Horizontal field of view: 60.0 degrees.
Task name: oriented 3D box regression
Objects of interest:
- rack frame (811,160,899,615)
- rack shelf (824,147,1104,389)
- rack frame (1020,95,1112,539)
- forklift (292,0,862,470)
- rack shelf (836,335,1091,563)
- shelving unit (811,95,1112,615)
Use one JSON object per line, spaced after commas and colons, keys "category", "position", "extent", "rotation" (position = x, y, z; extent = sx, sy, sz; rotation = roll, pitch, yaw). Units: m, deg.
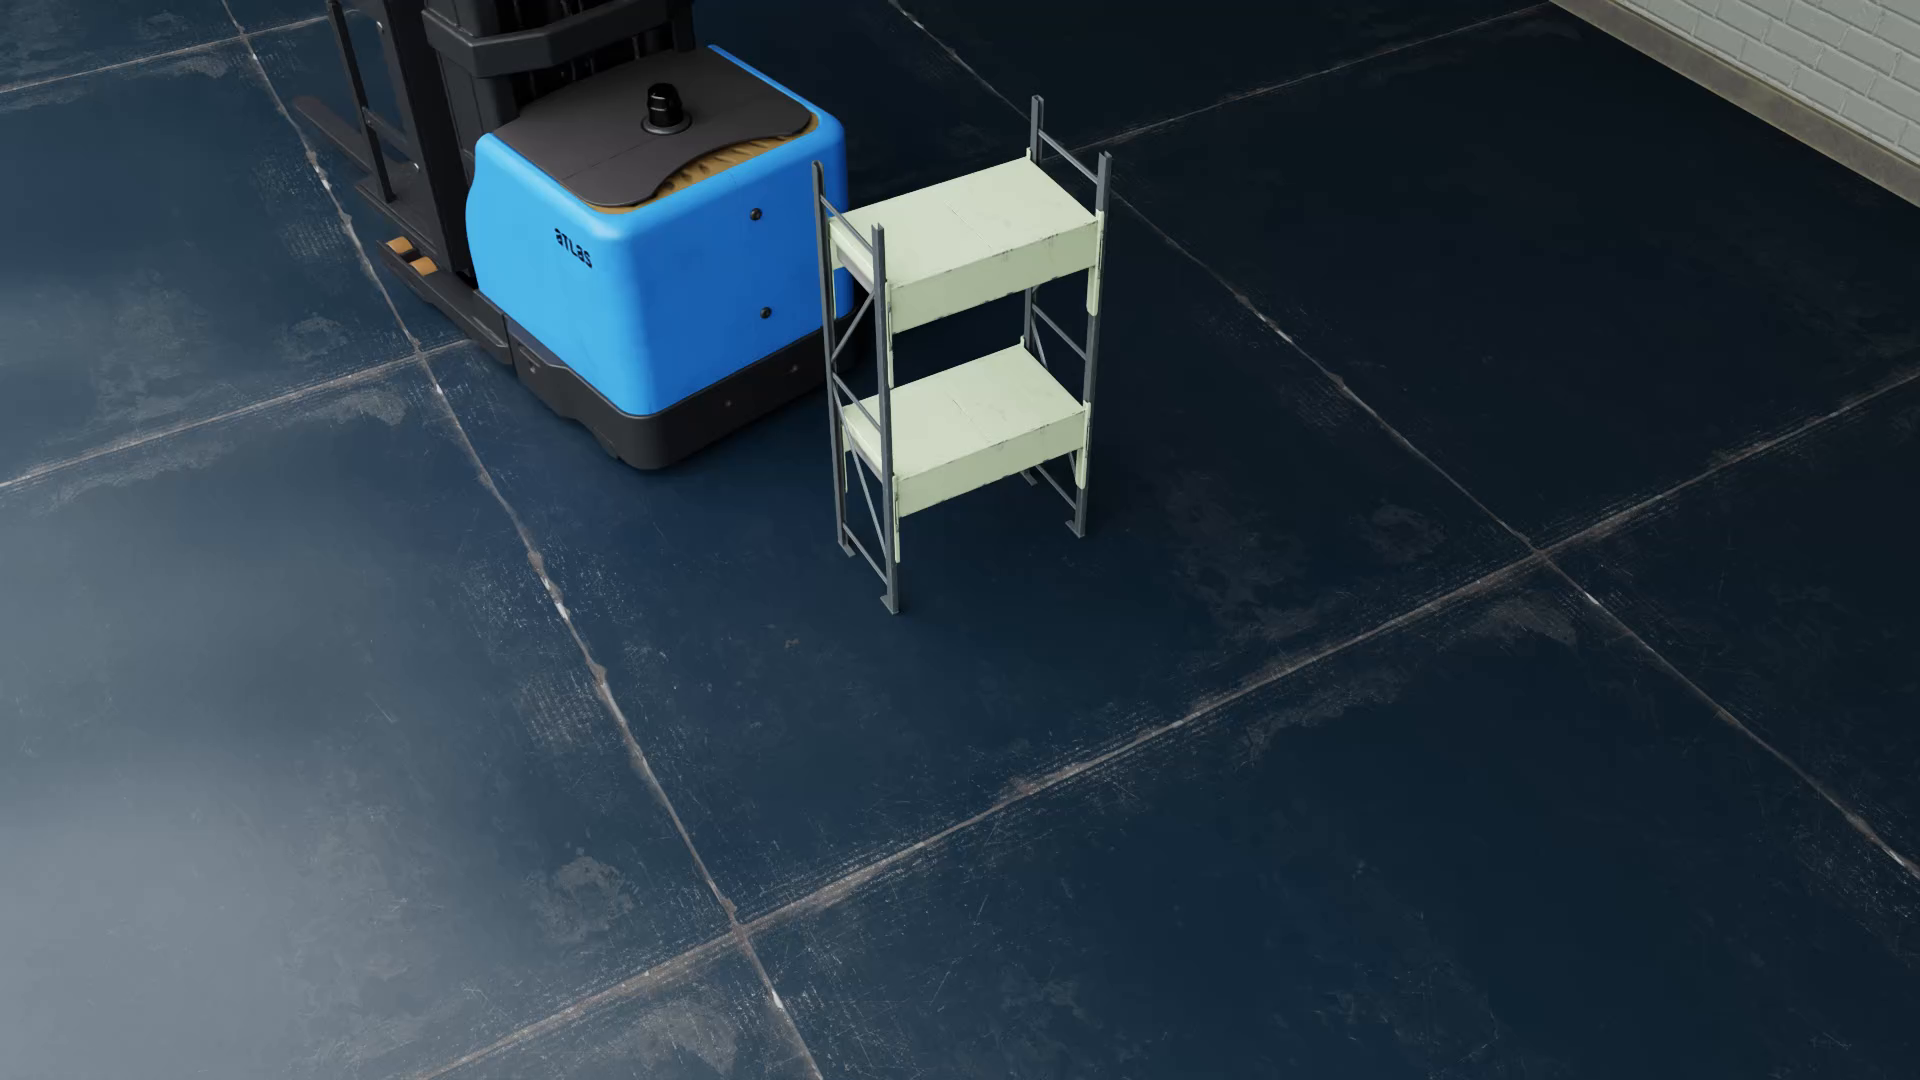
{"category": "rack frame", "position": [-0.312, -0.414, 5.099], "extent": [0.023, 1.500, 0.400], "rotation": [-22, 48, -21]}
{"category": "rack shelf", "position": [0.006, -0.821, 4.958], "extent": [0.720, 0.370, 0.431], "rotation": [-22, 48, -21]}
{"category": "rack frame", "position": [0.323, -0.668, 5.361], "extent": [0.023, 1.500, 0.400], "rotation": [-22, 48, -21]}
{"category": "forklift", "position": [-1.738, -2.244, 5.958], "extent": [1.130, 2.935, 3.031], "rotation": [-32, 53, -29]}
{"category": "rack shelf", "position": [0.006, -0.307, 5.457], "extent": [0.720, 0.370, 0.431], "rotation": [-22, 48, -21]}
{"category": "shelving unit", "position": [0.006, -0.541, 5.230], "extent": [0.755, 1.500, 0.431], "rotation": [-22, 48, -21]}
